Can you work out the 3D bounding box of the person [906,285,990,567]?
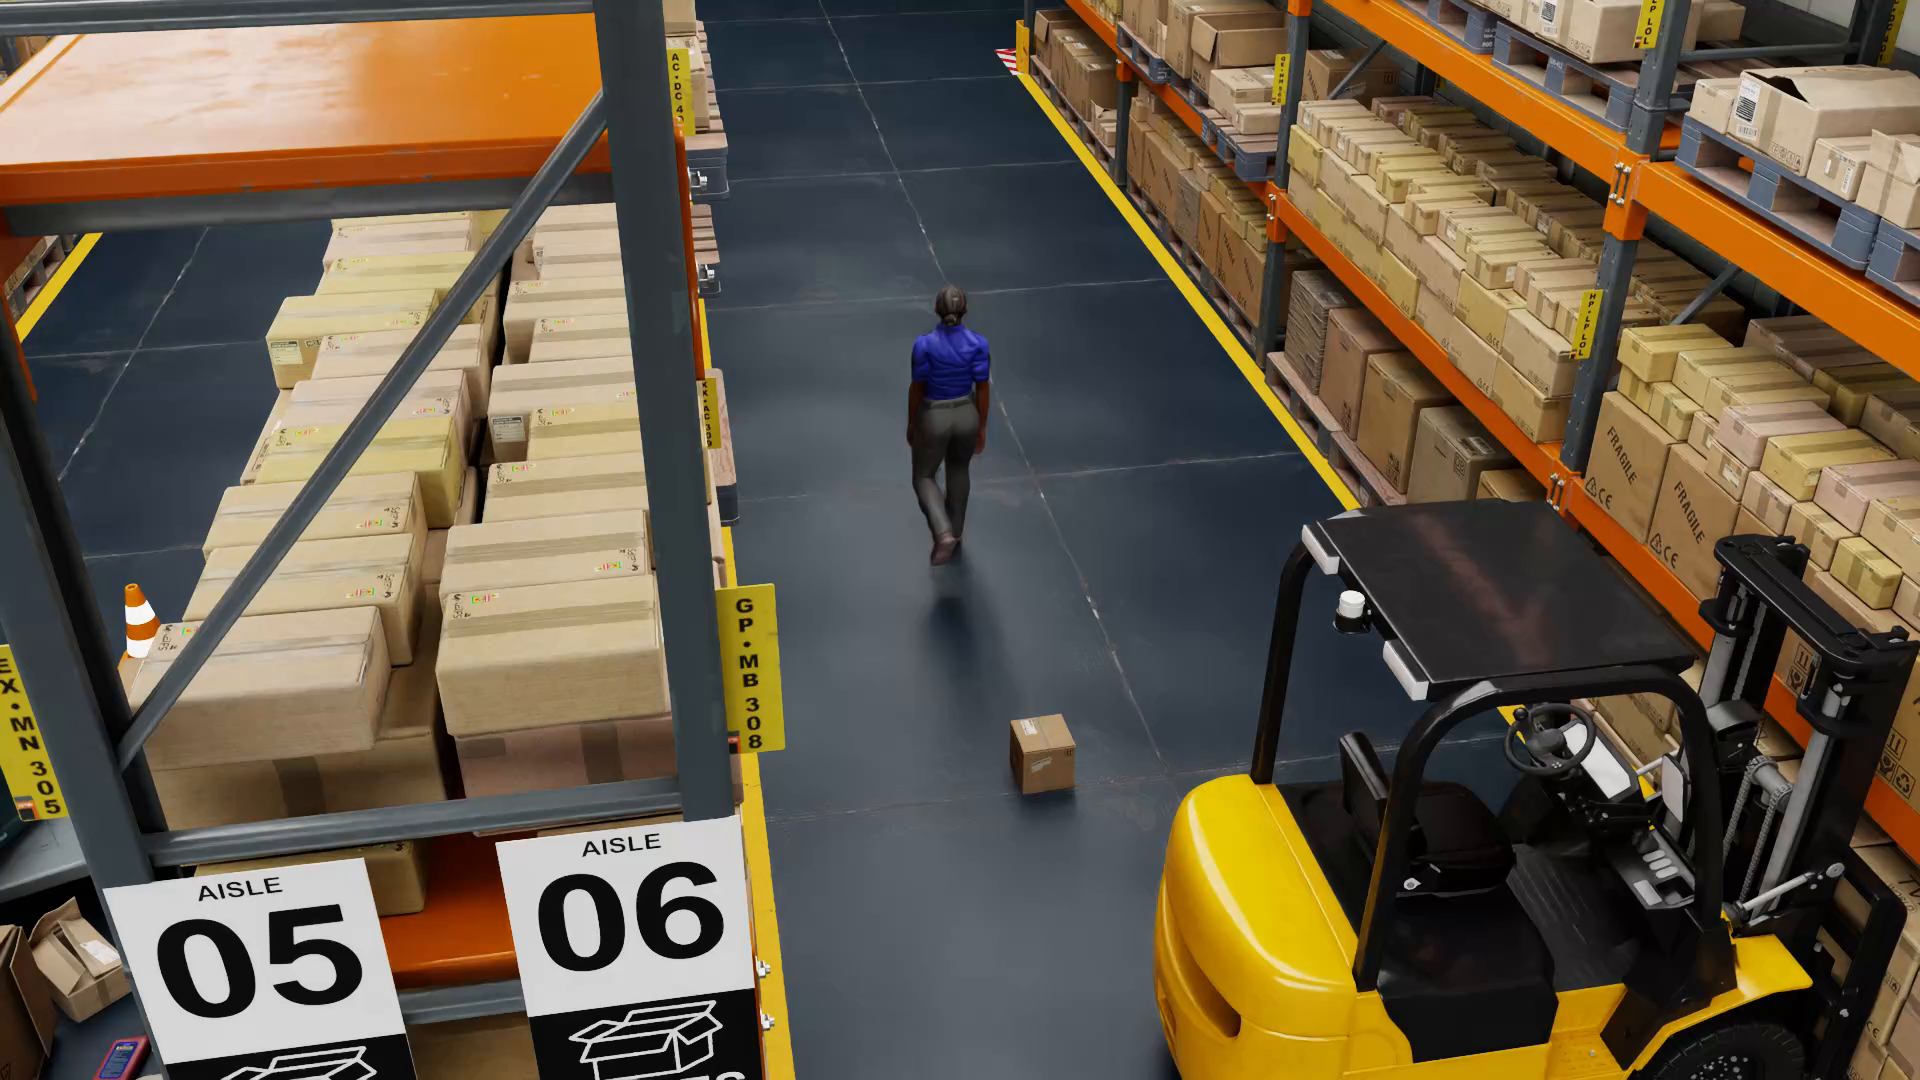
[{"bbox_3d":[-0.058,-0.633,9.158,0.445,1.628,0.736,-7,32,-12],"label":"person"}]
